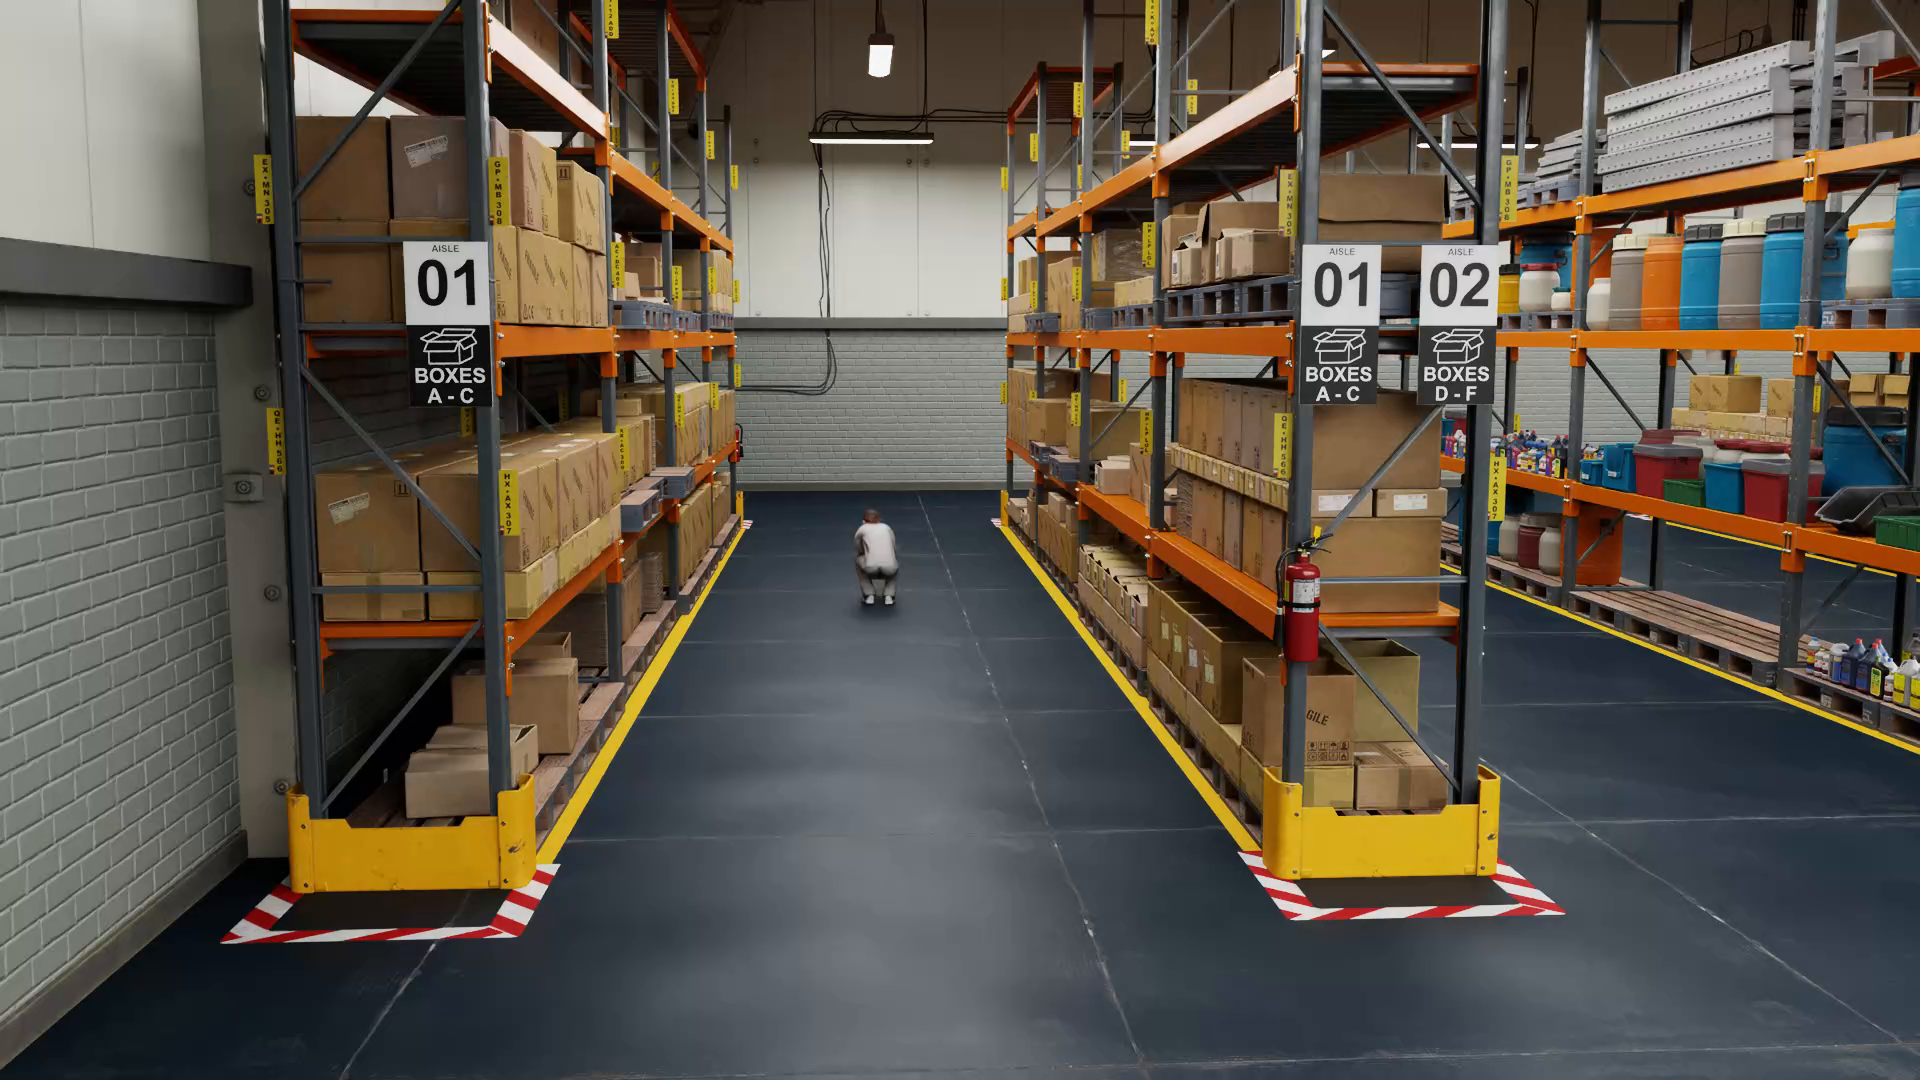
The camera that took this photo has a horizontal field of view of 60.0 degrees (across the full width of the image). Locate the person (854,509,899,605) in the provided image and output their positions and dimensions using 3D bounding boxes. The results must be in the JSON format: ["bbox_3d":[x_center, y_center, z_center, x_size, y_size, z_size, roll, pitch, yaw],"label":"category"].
[{"bbox_3d":[-0.868,0.171,17.364,0.468,0.958,0.798,-1,7,-5],"label":"person"}]
